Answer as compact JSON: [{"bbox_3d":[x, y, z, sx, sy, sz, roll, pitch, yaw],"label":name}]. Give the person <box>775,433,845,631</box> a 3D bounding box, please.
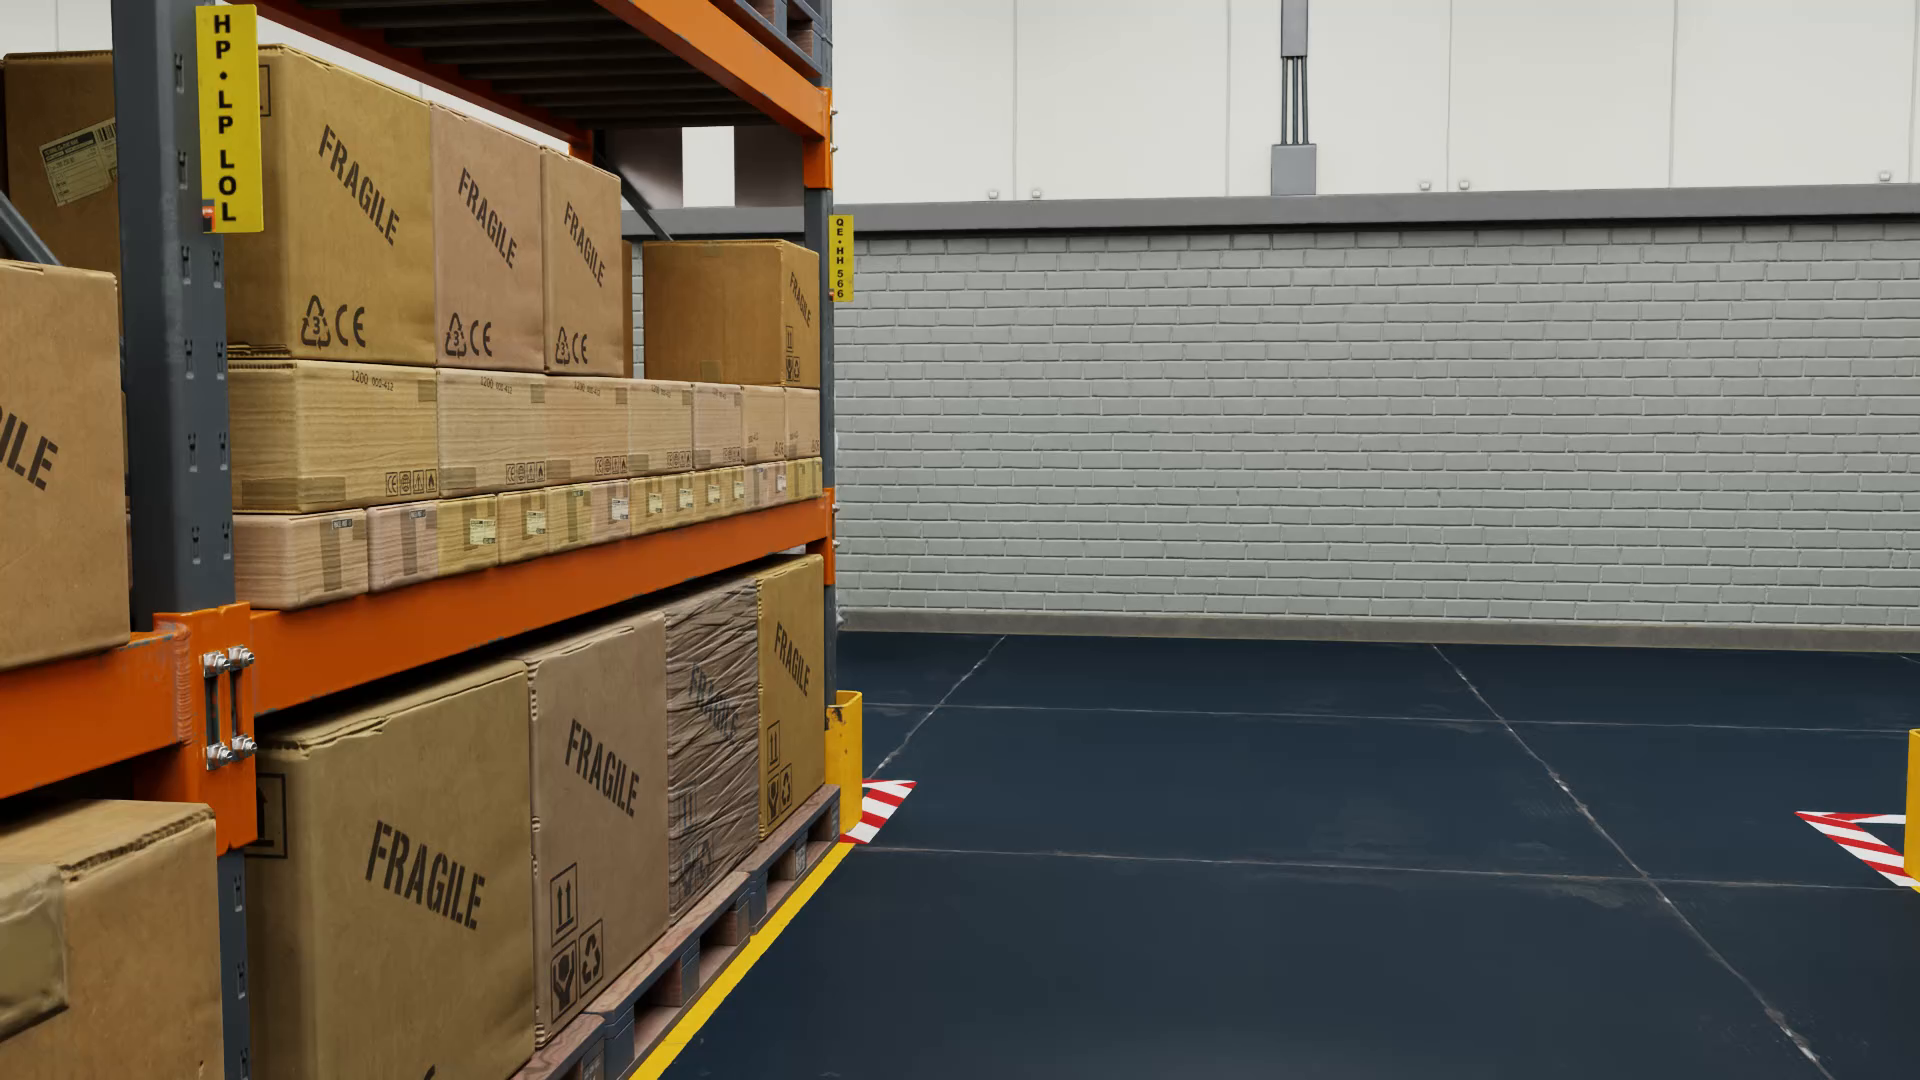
[{"bbox_3d":[-1.077,-0.142,10.924,0.570,1.782,0.605,1,5,18],"label":"person"}]
